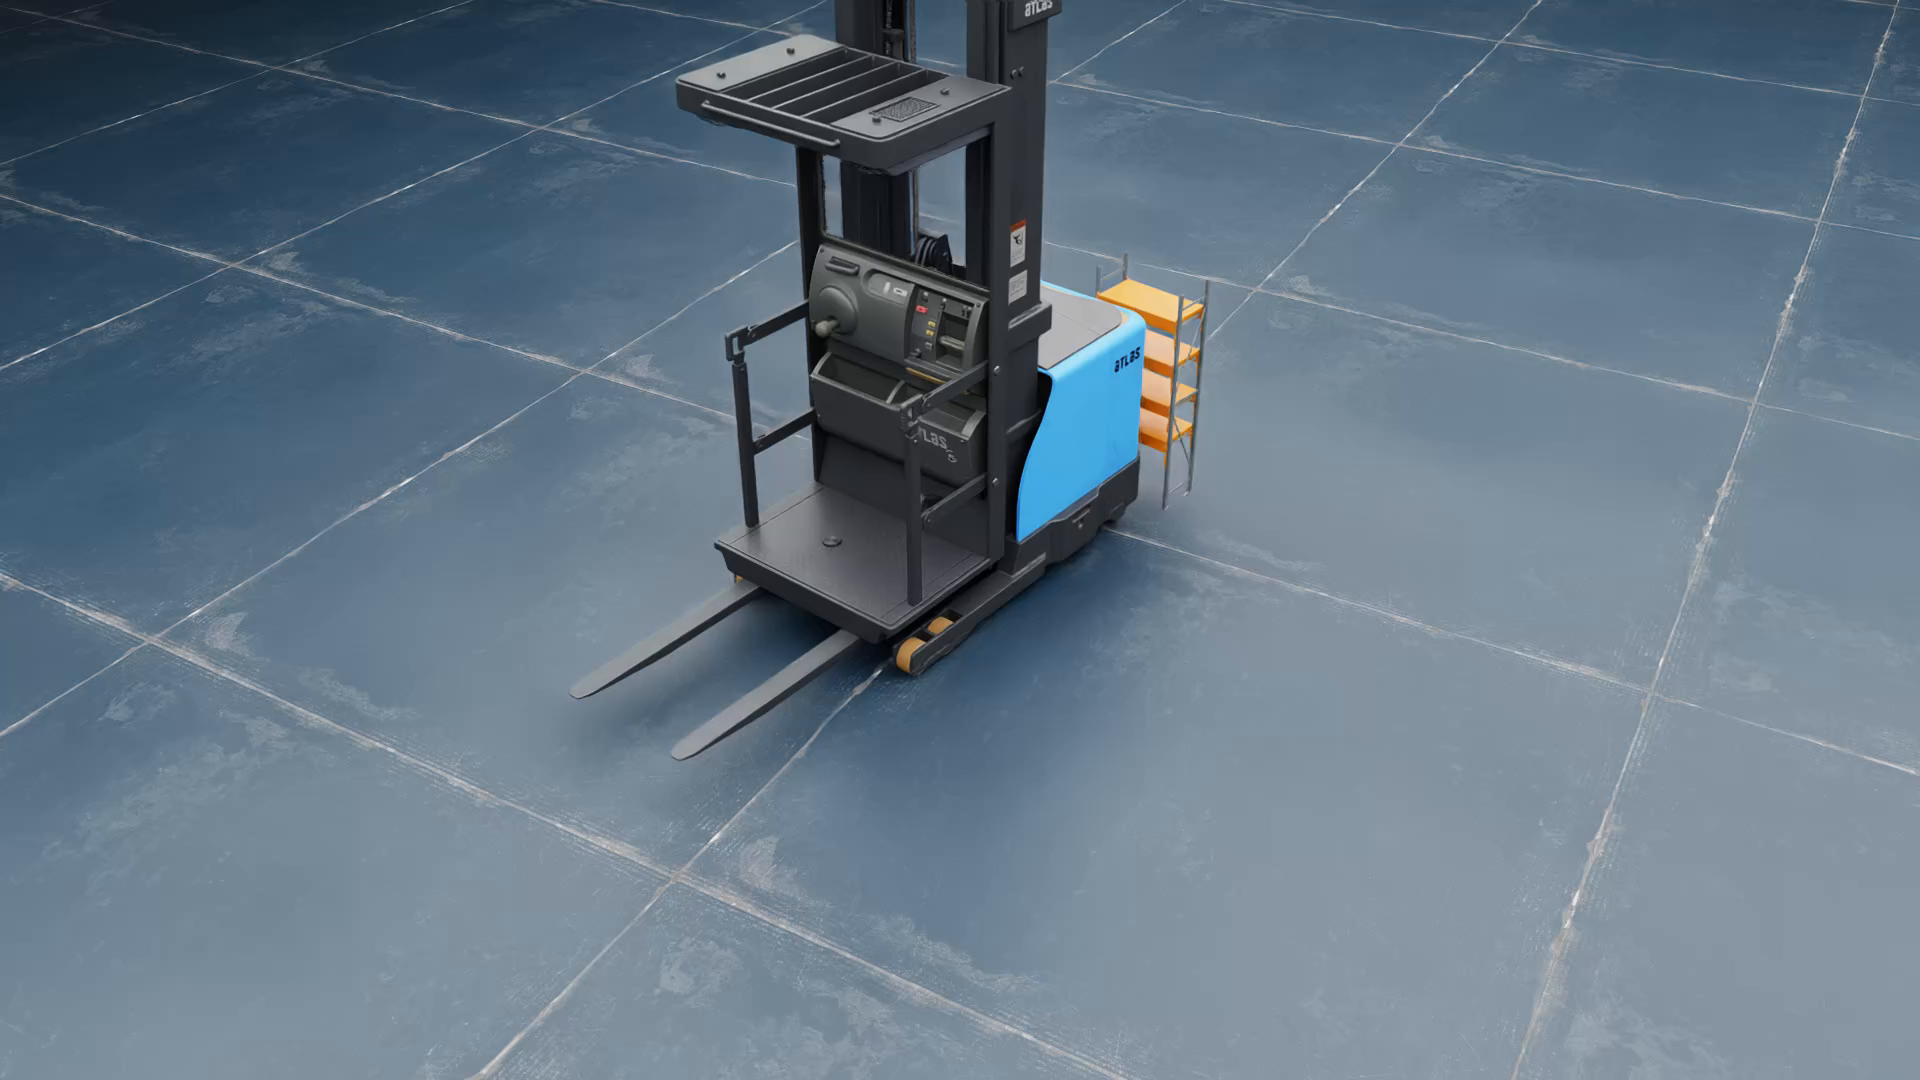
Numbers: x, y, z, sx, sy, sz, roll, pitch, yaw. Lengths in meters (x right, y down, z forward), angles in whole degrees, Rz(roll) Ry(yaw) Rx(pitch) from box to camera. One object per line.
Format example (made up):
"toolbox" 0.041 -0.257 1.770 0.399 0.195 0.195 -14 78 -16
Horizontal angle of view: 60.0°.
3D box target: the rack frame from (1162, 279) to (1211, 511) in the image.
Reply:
"rack frame" 1.114 -0.699 8.217 0.015 1.200 0.240 26 42 34

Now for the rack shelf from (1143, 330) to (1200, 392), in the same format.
"rack shelf" 0.932 -0.919 8.265 0.480 0.148 0.258 26 42 34

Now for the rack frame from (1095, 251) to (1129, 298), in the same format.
"rack frame" 0.750 -0.879 8.487 0.015 1.200 0.240 26 42 34

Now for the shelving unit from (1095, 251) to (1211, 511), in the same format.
"shelving unit" 0.932 -0.789 8.352 0.503 1.200 0.258 26 42 34

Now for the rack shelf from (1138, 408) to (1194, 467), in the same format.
"rack shelf" 0.932 -0.567 8.499 0.480 0.148 0.258 26 42 34

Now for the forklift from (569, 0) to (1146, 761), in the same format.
"forklift" -0.413 -0.934 7.009 1.130 2.935 3.031 24 41 32

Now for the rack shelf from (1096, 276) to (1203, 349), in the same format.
"rack shelf" 0.932 -1.116 8.134 0.480 0.148 0.258 26 42 34

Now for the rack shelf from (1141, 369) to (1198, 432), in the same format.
"rack shelf" 0.932 -0.733 8.389 0.480 0.148 0.258 26 42 34
